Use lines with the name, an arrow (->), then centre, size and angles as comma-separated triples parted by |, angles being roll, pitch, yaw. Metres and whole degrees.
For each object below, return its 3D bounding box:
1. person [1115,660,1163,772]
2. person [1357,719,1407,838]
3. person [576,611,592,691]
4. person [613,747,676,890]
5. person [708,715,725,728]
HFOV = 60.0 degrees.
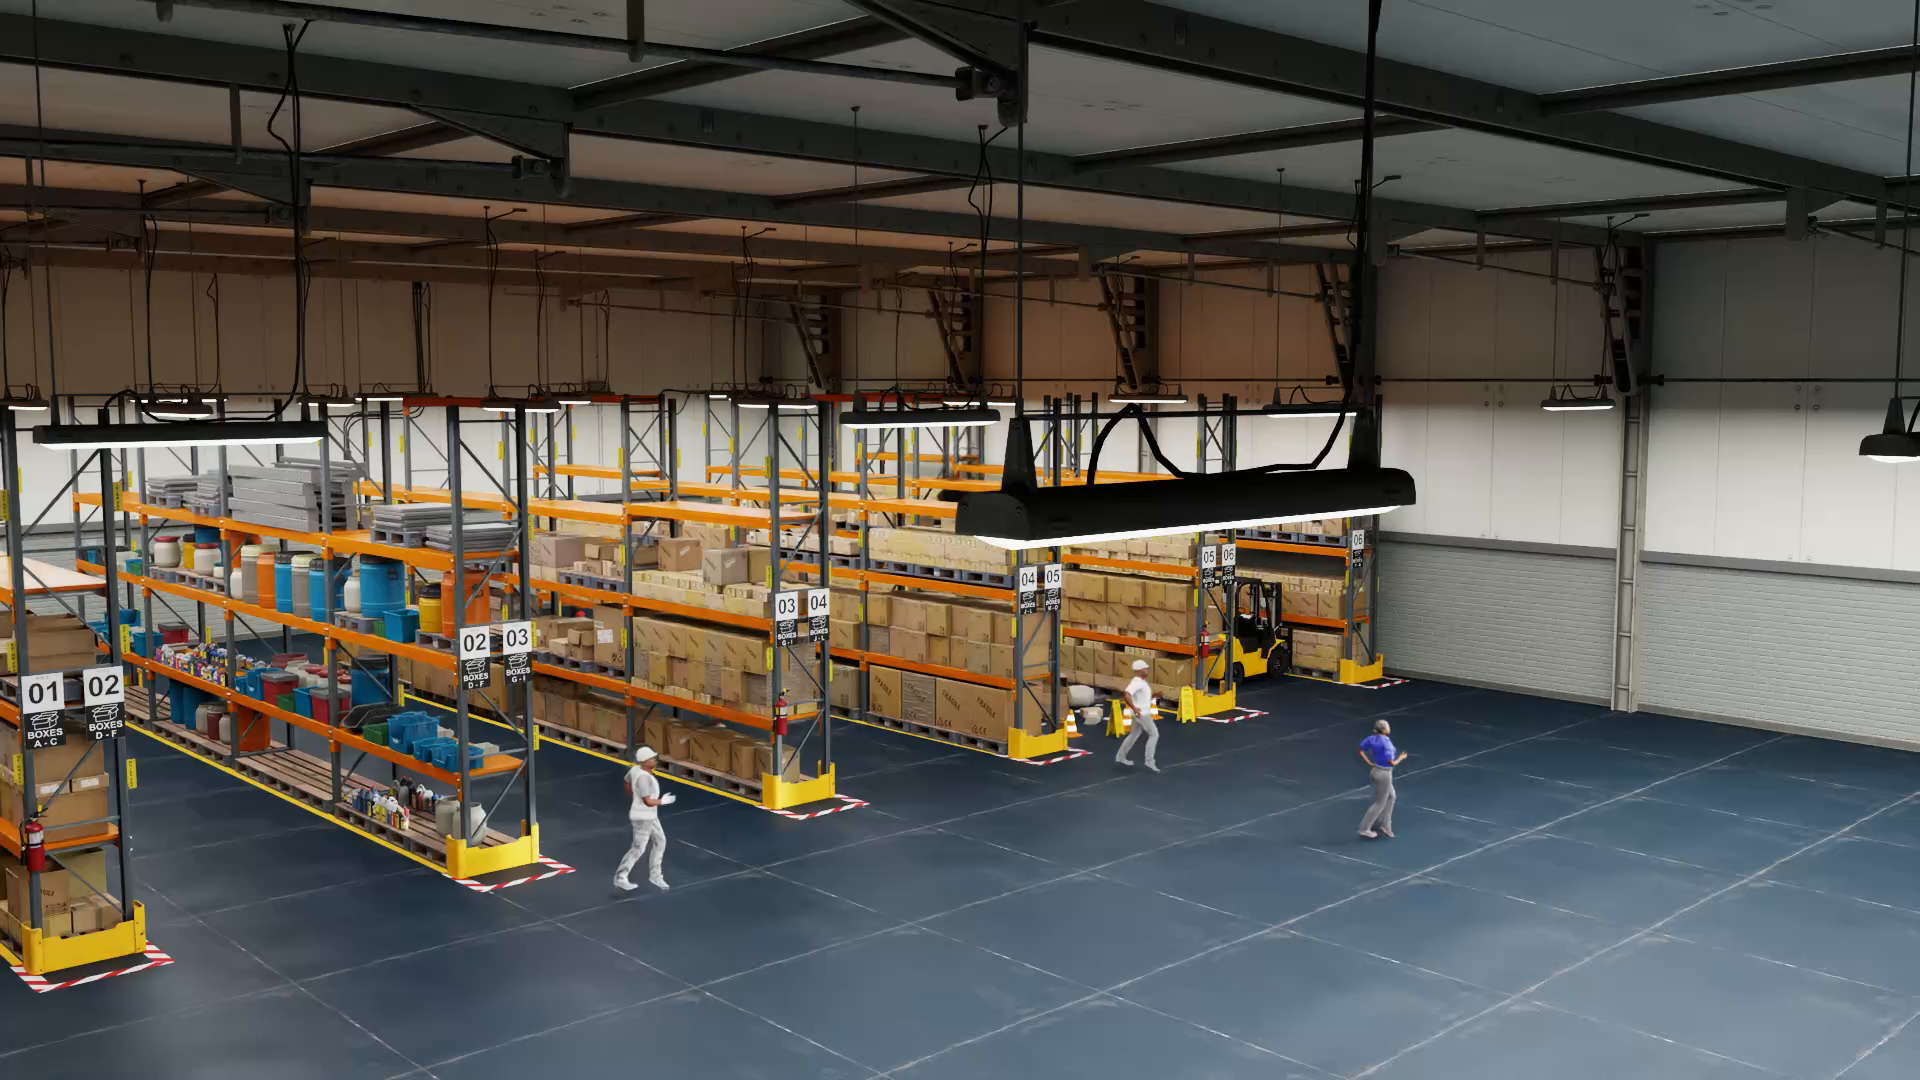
person -> 2.912, 2.853, 26.912 | 0.776, 1.834, 0.672 | 0, 6, -2
person -> 5.788, 3.305, 22.840 | 0.714, 1.714, 0.556 | -1, 6, -12
person -> -7.527, 2.274, 33.041 | 0.823, 1.762, 0.655 | 4, 7, 39
person -> -3.901, 3.468, 20.536 | 0.788, 1.860, 0.701 | -1, 6, -10
person -> -4.482, 2.594, 30.278 | 0.596, 1.623, 0.624 | 5, 7, 40
